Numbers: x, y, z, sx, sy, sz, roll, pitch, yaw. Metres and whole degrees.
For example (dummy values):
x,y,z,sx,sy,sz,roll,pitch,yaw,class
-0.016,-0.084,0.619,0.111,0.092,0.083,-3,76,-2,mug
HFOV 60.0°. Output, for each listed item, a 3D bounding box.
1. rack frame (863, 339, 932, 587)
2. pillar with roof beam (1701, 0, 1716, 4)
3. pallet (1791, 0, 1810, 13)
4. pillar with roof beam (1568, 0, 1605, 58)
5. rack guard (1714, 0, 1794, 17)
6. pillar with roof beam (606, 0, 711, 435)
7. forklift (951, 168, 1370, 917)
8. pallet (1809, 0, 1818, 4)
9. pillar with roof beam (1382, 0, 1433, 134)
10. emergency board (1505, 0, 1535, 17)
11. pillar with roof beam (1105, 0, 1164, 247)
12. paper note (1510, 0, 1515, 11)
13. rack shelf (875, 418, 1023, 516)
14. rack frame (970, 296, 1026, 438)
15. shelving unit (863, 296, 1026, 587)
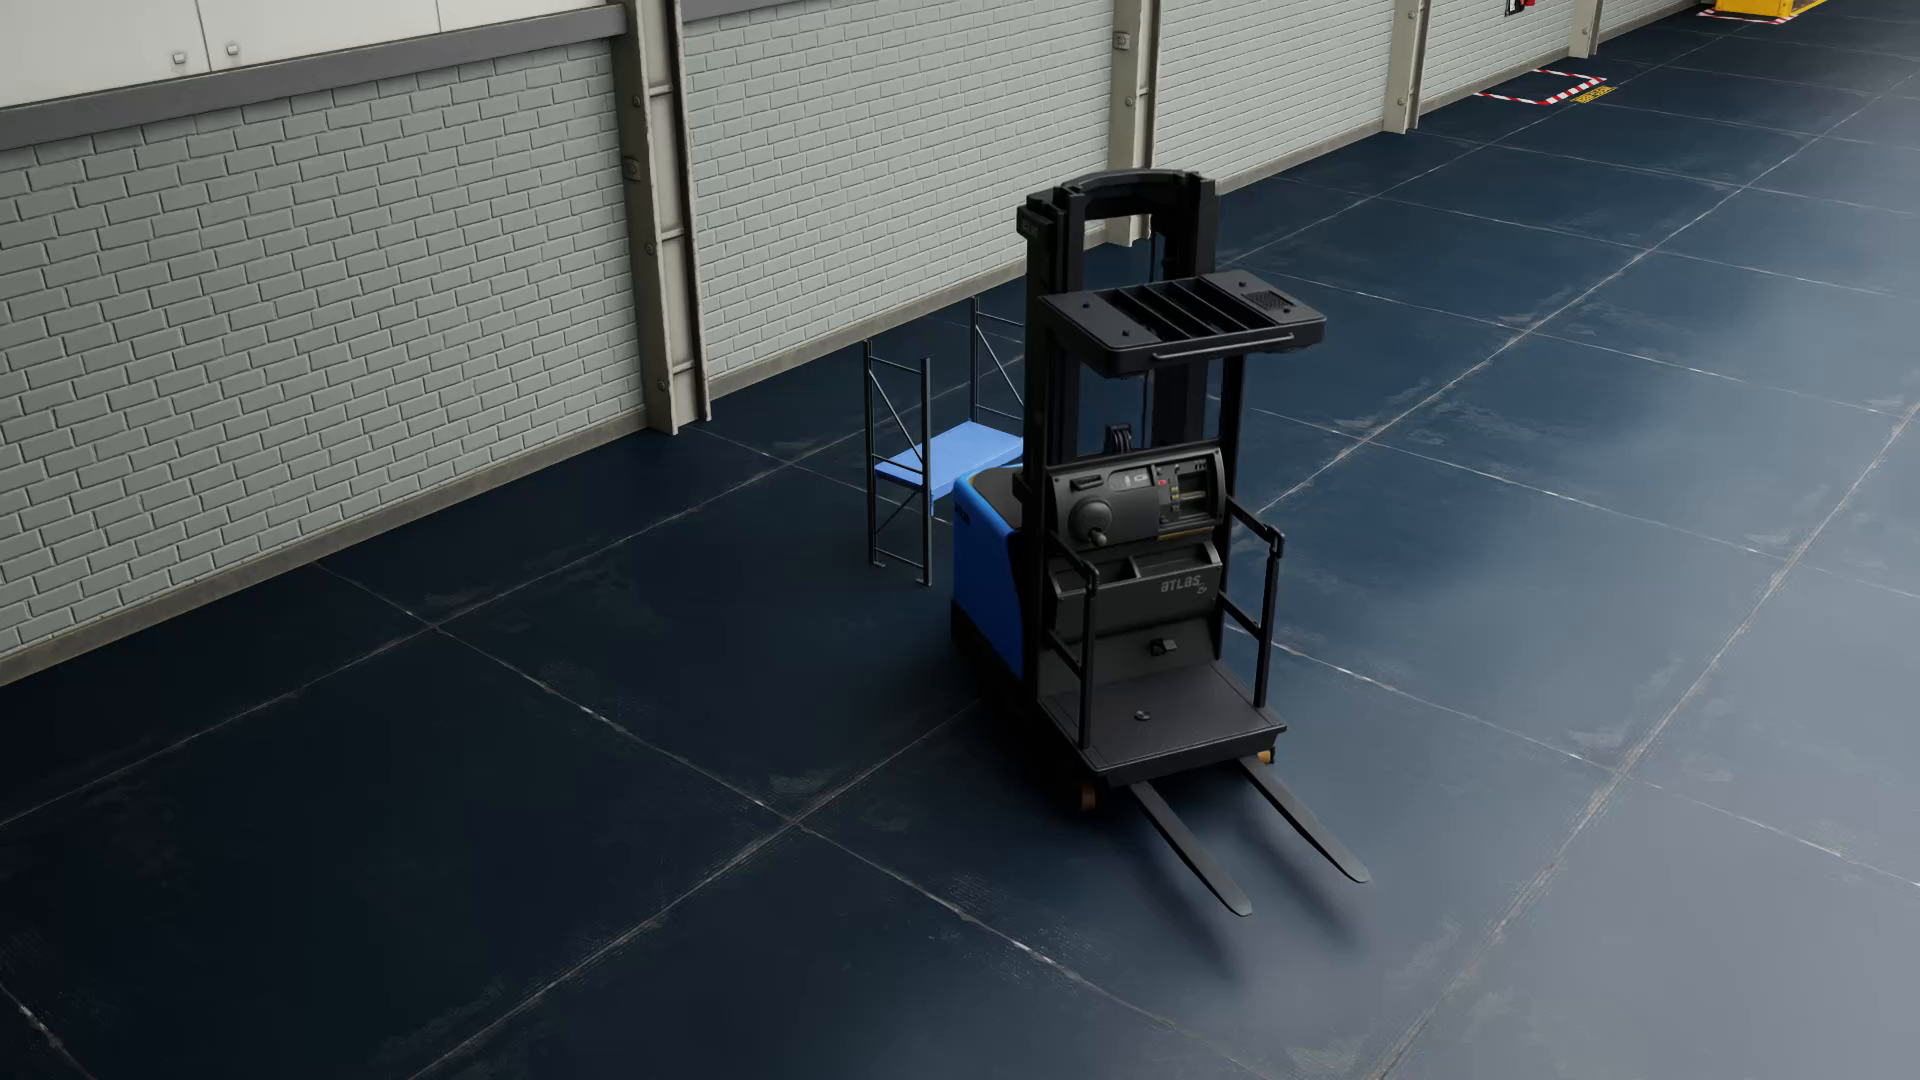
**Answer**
x,y,z,sx,sy,sz,roll,pitch,yaw,class
-0.378,-0.456,10.130,0.500,1.500,0.032,21,34,34,rack frame
16.455,-12.143,24.561,9.100,9.000,0.400,21,34,34,pillar with roof beam
13.947,-9.302,28.633,1.003,0.211,1.213,21,34,34,pallet
12.638,-10.016,20.449,9.100,9.000,0.400,21,34,34,pillar with roof beam
13.403,-9.152,28.030,1.175,0.500,0.348,21,34,34,rack guard
1.189,-3.634,8.113,9.100,9.000,0.400,21,34,34,pillar with roof beam
0.967,-0.170,8.020,1.130,2.935,3.031,-10,29,-19,forklift
14.724,-9.733,29.465,1.003,0.211,1.213,21,34,34,pallet
8.822,-7.889,16.337,9.100,9.000,0.400,21,34,34,pillar with roof beam
7.715,-7.744,22.588,0.194,1.169,0.643,21,34,34,emergency board
5.005,-5.761,12.225,9.100,9.000,0.400,21,34,34,pillar with roof beam
7.549,-7.311,22.708,0.016,0.148,0.142,21,34,34,paper note
-0.054,-0.476,10.561,0.538,0.185,1.000,21,34,34,rack shelf
0.269,-0.816,10.827,0.500,1.500,0.032,21,34,34,rack frame
-0.054,-0.636,10.479,0.538,1.500,1.048,21,34,34,shelving unit
